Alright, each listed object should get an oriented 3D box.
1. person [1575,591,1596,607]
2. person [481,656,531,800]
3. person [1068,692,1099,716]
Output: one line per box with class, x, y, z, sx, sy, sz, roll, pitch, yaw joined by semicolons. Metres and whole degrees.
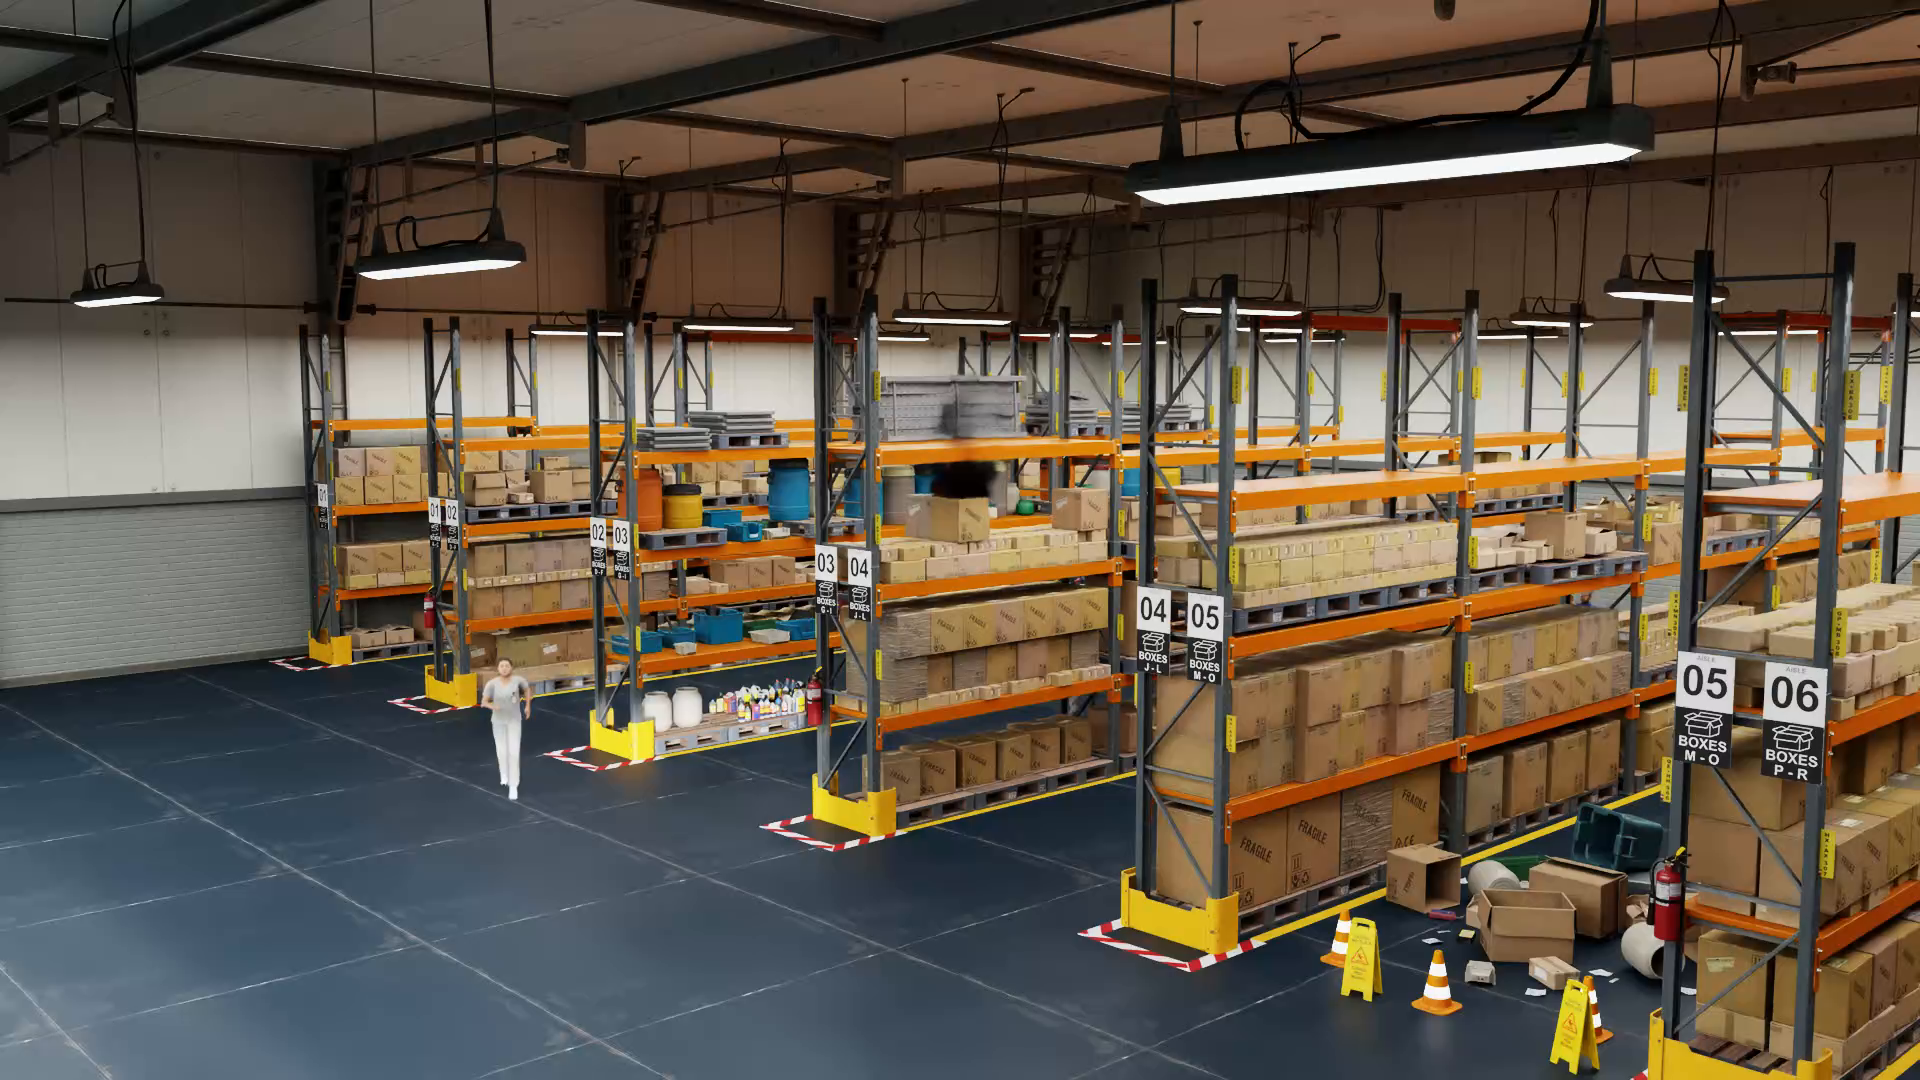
person;10.110;1.610;26.953;0.582;1.634;0.931;5;7;39
person;-5.556;2.254;20.382;0.580;1.687;0.926;-1;6;-14
person;1.801;1.792;24.883;0.657;1.775;0.674;6;8;44
